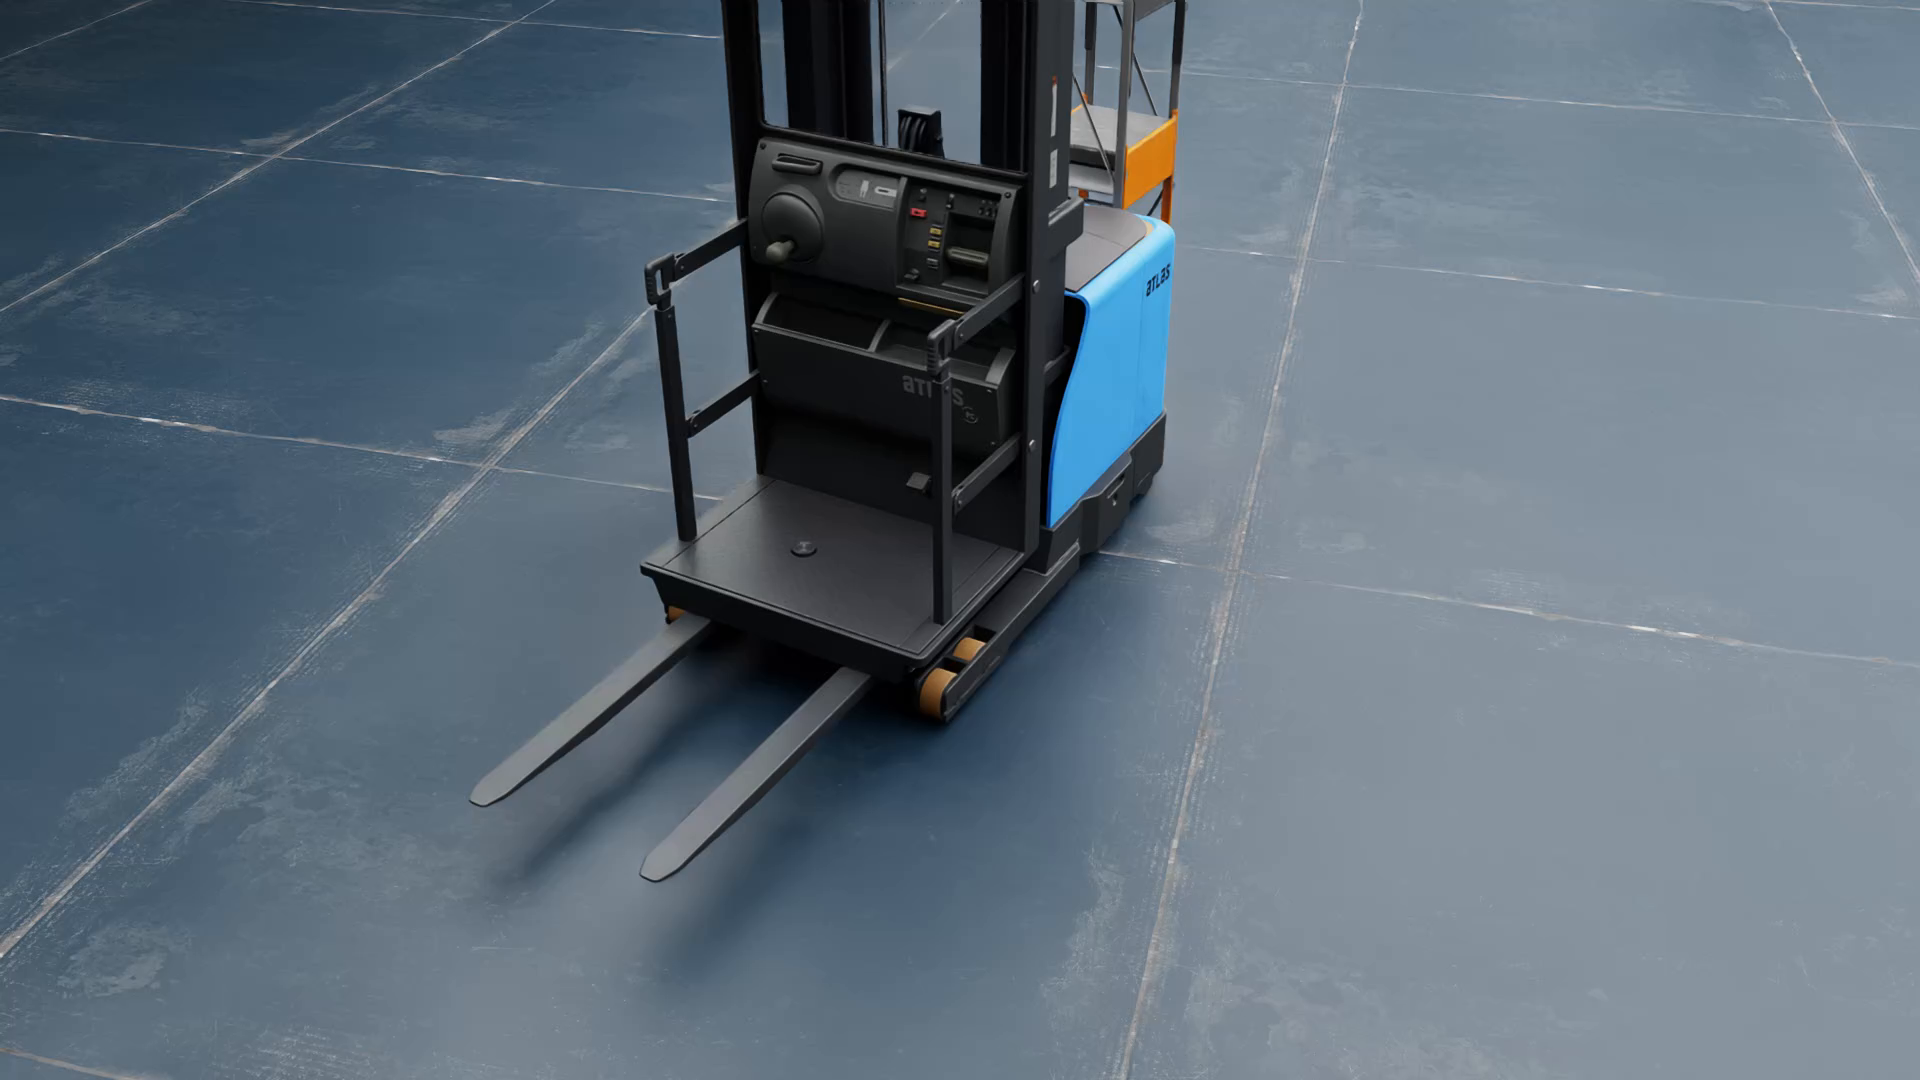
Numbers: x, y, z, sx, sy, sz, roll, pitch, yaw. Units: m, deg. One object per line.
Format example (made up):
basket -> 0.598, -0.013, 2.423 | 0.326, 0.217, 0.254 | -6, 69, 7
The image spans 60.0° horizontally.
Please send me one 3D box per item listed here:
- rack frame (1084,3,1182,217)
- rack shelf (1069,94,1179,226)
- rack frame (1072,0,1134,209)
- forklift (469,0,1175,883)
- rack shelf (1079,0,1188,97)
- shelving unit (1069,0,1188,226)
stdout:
rack frame -> 0.672, -1.521, 6.685 | 0.400, 2.100, 0.015 | 17, 36, 24
rack shelf -> 0.553, -1.396, 6.512 | 0.431, 0.518, 0.480 | 17, 36, 24
rack frame -> 0.433, -1.294, 6.325 | 0.400, 2.100, 0.015 | 17, 36, 24
forklift -> -0.356, -0.937, 4.992 | 1.130, 2.935, 3.031 | 17, 36, 24
rack shelf -> 0.554, -1.987, 6.138 | 0.431, 0.518, 0.480 | 17, 36, 24
shelving unit -> 0.553, -1.407, 6.505 | 0.431, 2.100, 0.503 | 17, 36, 24
